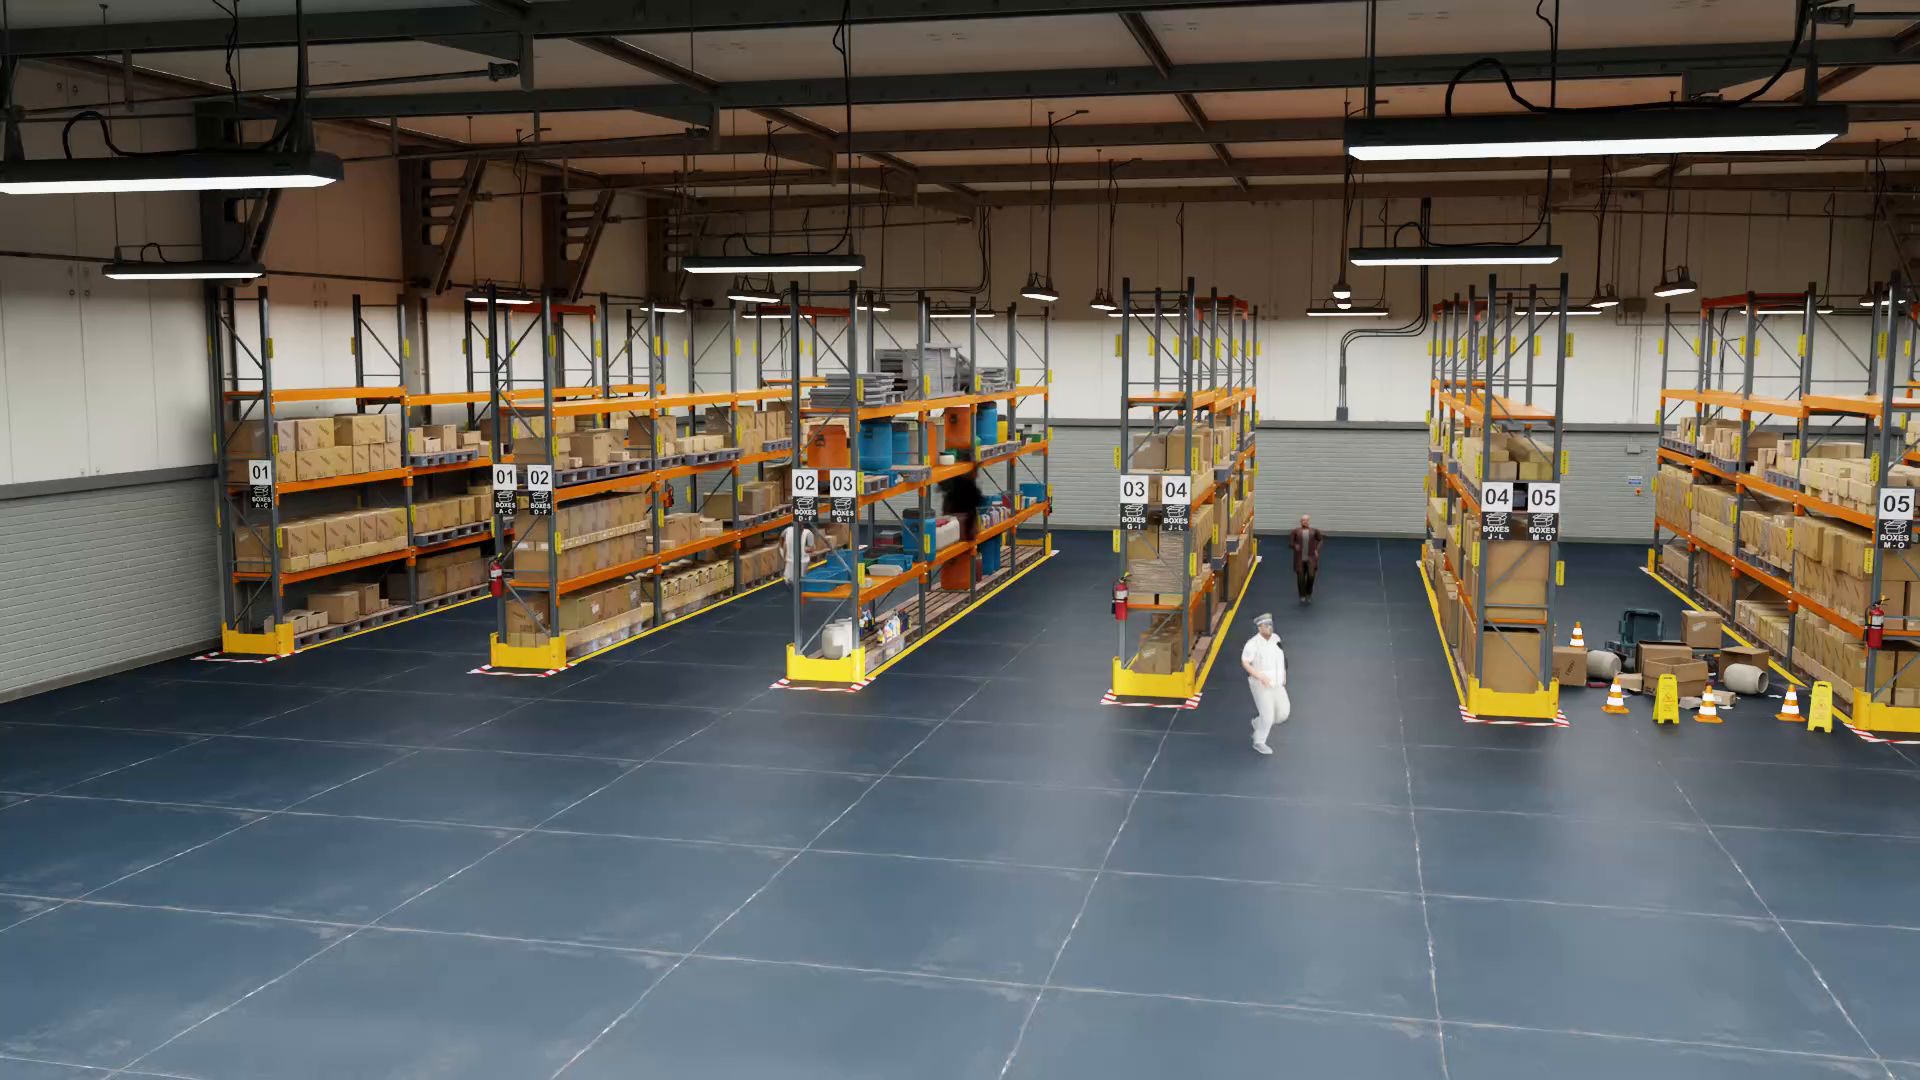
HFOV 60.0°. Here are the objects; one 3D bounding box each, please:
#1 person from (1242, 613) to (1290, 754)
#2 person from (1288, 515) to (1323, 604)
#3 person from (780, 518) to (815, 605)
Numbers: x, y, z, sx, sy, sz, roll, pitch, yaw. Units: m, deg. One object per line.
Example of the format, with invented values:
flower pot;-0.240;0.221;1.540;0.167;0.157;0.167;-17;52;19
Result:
person;3.817;1.771;20.710;0.667;1.751;0.545;-4;8;-33
person;6.769;0.392;32.583;0.694;1.763;0.672;1;7;10
person;-2.962;0.415;29.923;0.731;1.758;0.708;1;7;12
